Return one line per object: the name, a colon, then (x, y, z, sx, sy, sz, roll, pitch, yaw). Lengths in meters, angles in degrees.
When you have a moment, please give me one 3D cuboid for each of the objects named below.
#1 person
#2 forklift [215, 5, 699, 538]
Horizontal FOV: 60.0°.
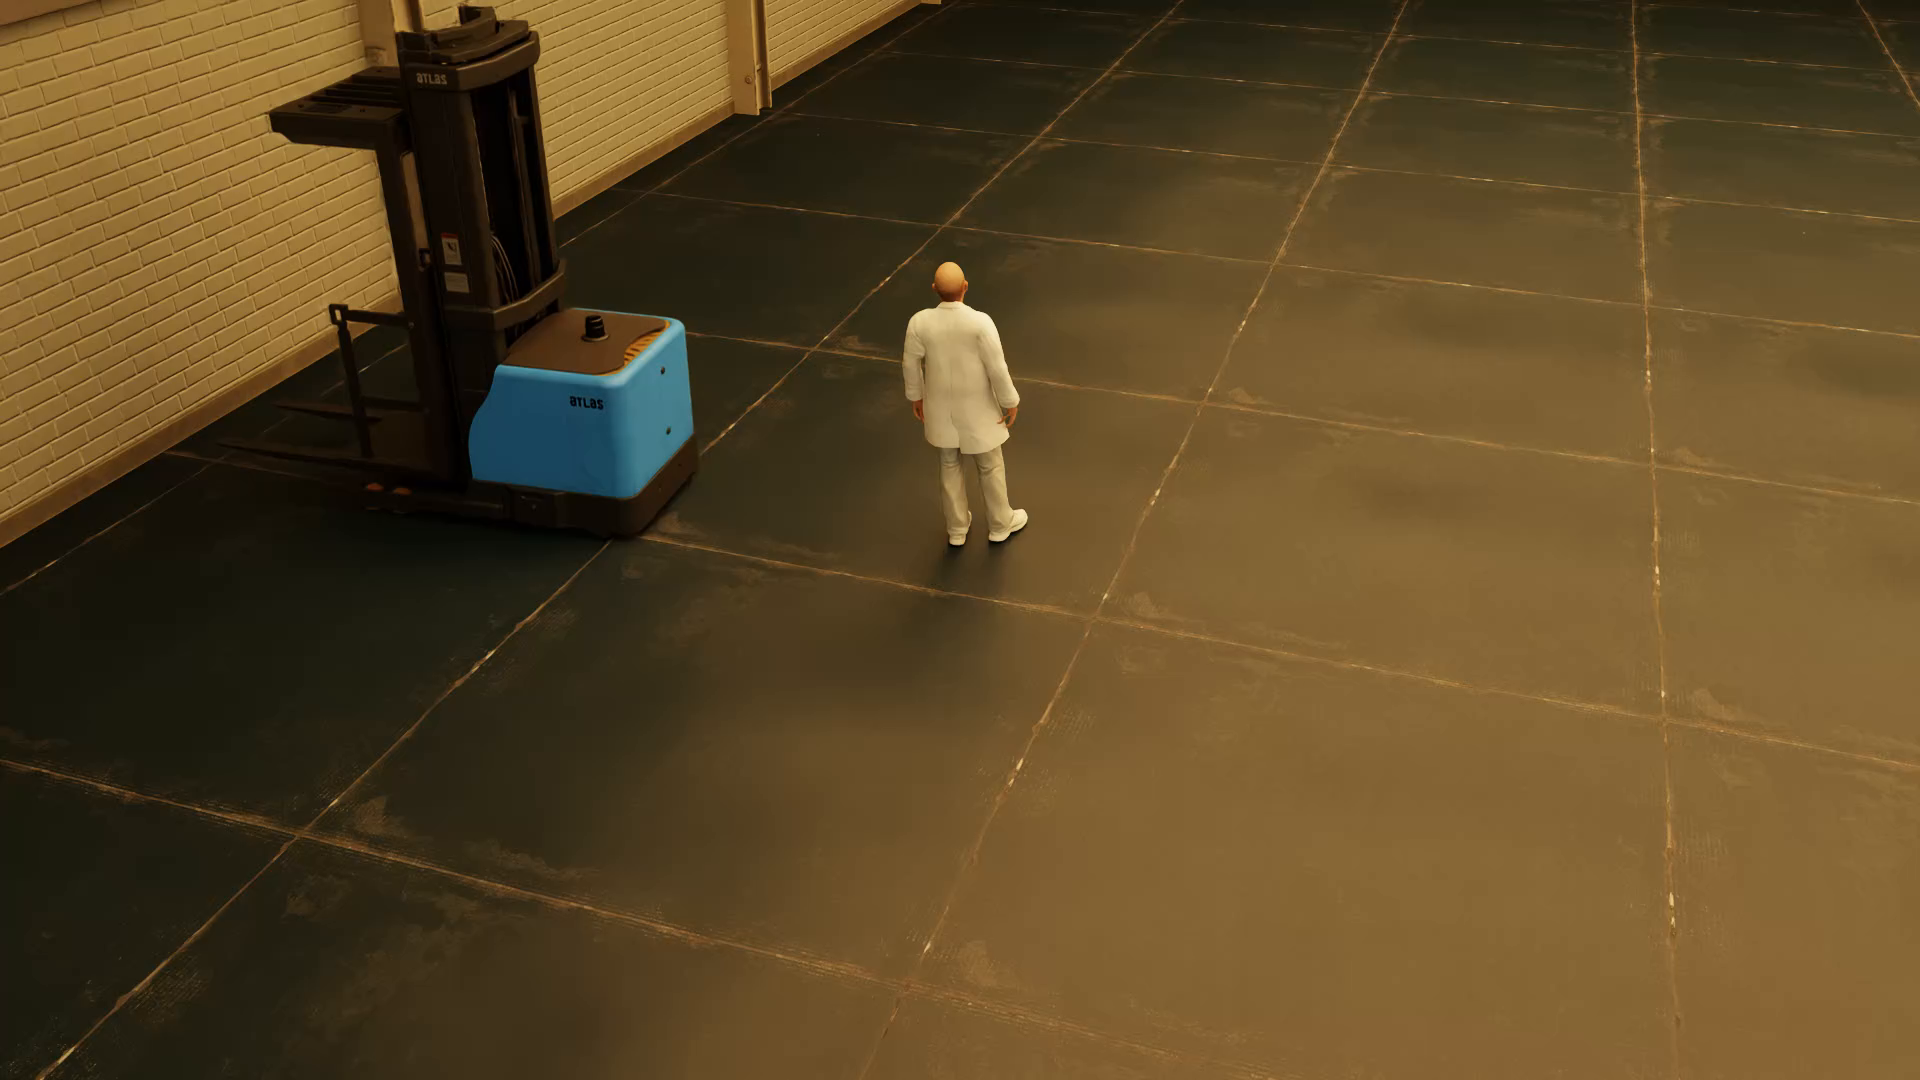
person: (0.034, -0.820, 9.725, 0.694, 1.775, 0.581, 10, 31, 16)
forklift: (-3.272, -1.677, 10.078, 3.031, 2.935, 1.130, 7, 31, 13)
